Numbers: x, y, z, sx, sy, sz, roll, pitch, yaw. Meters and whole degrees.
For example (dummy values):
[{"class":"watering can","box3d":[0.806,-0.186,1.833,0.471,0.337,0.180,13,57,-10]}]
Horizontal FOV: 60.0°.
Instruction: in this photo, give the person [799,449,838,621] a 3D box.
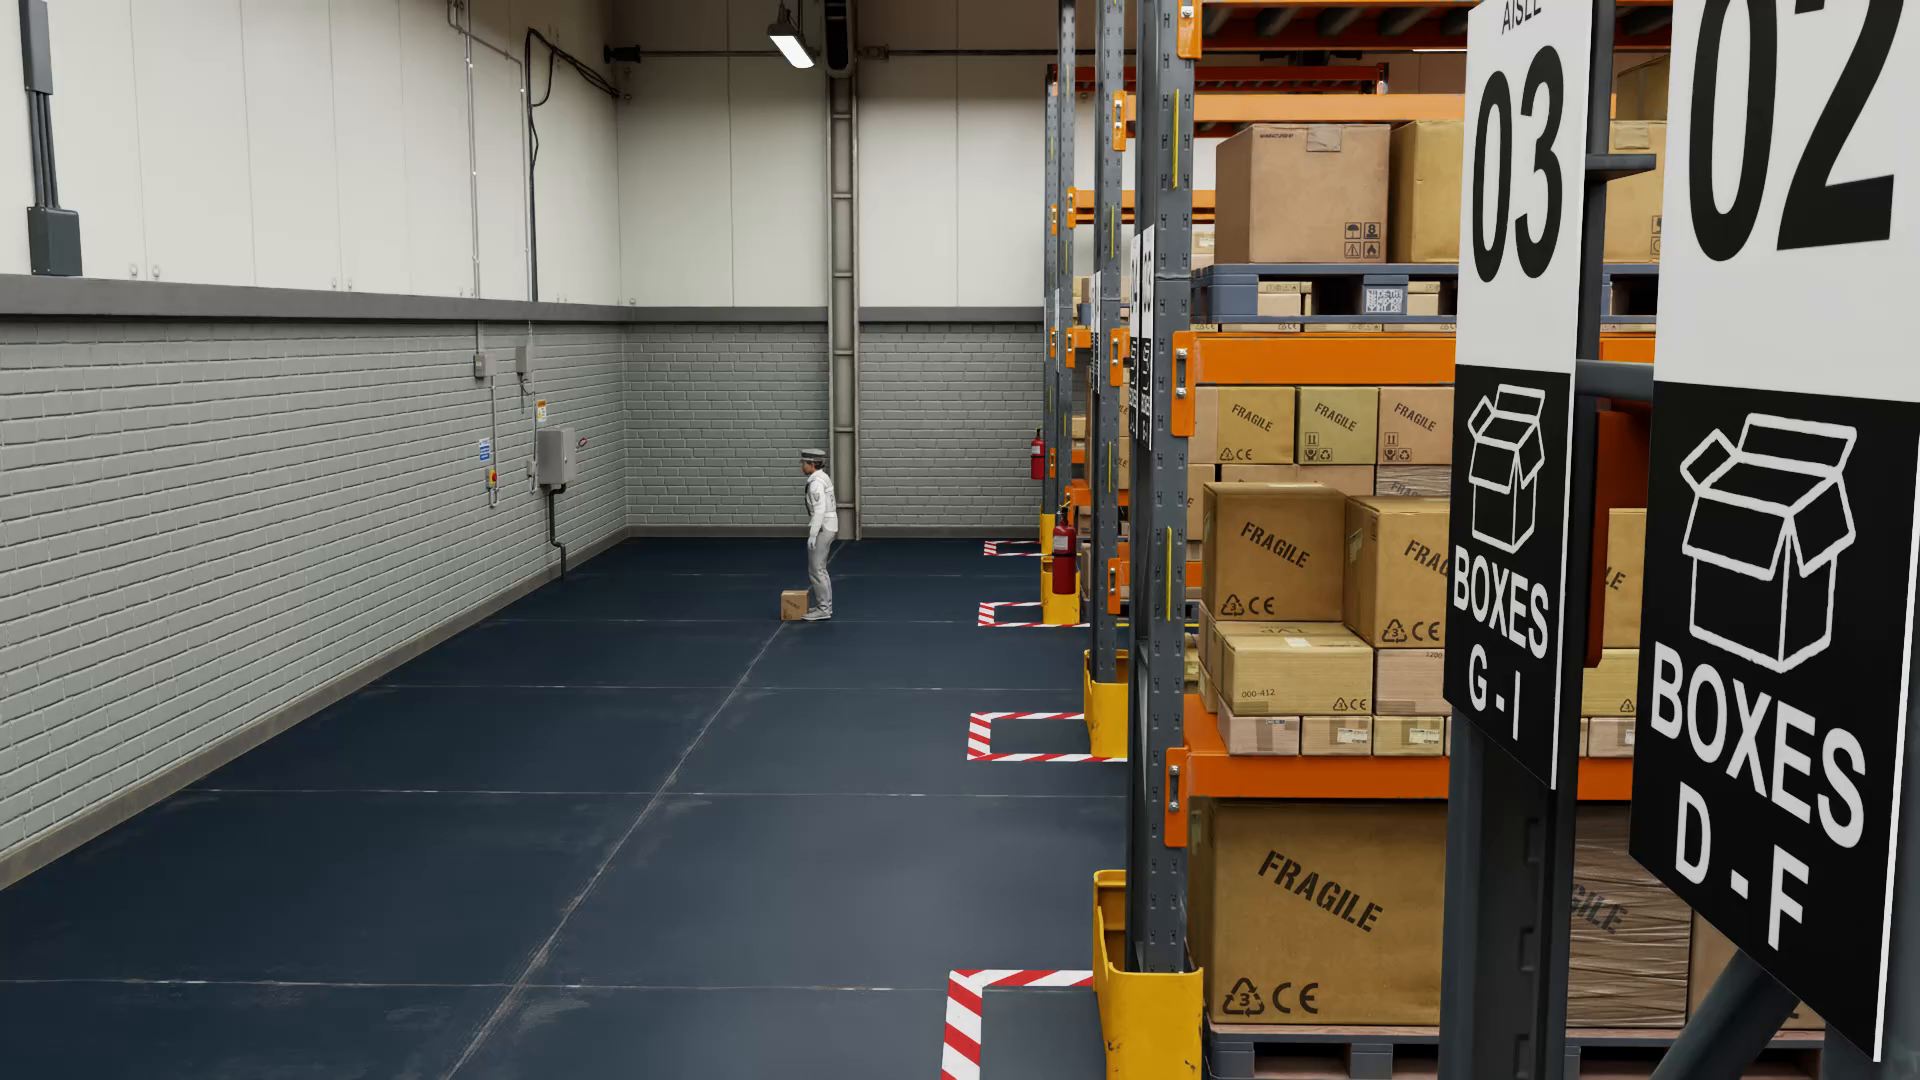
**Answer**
[{"class":"person","box3d":[-1.378,-0.061,16.234,0.371,1.663,0.530,0,7,2]}]
